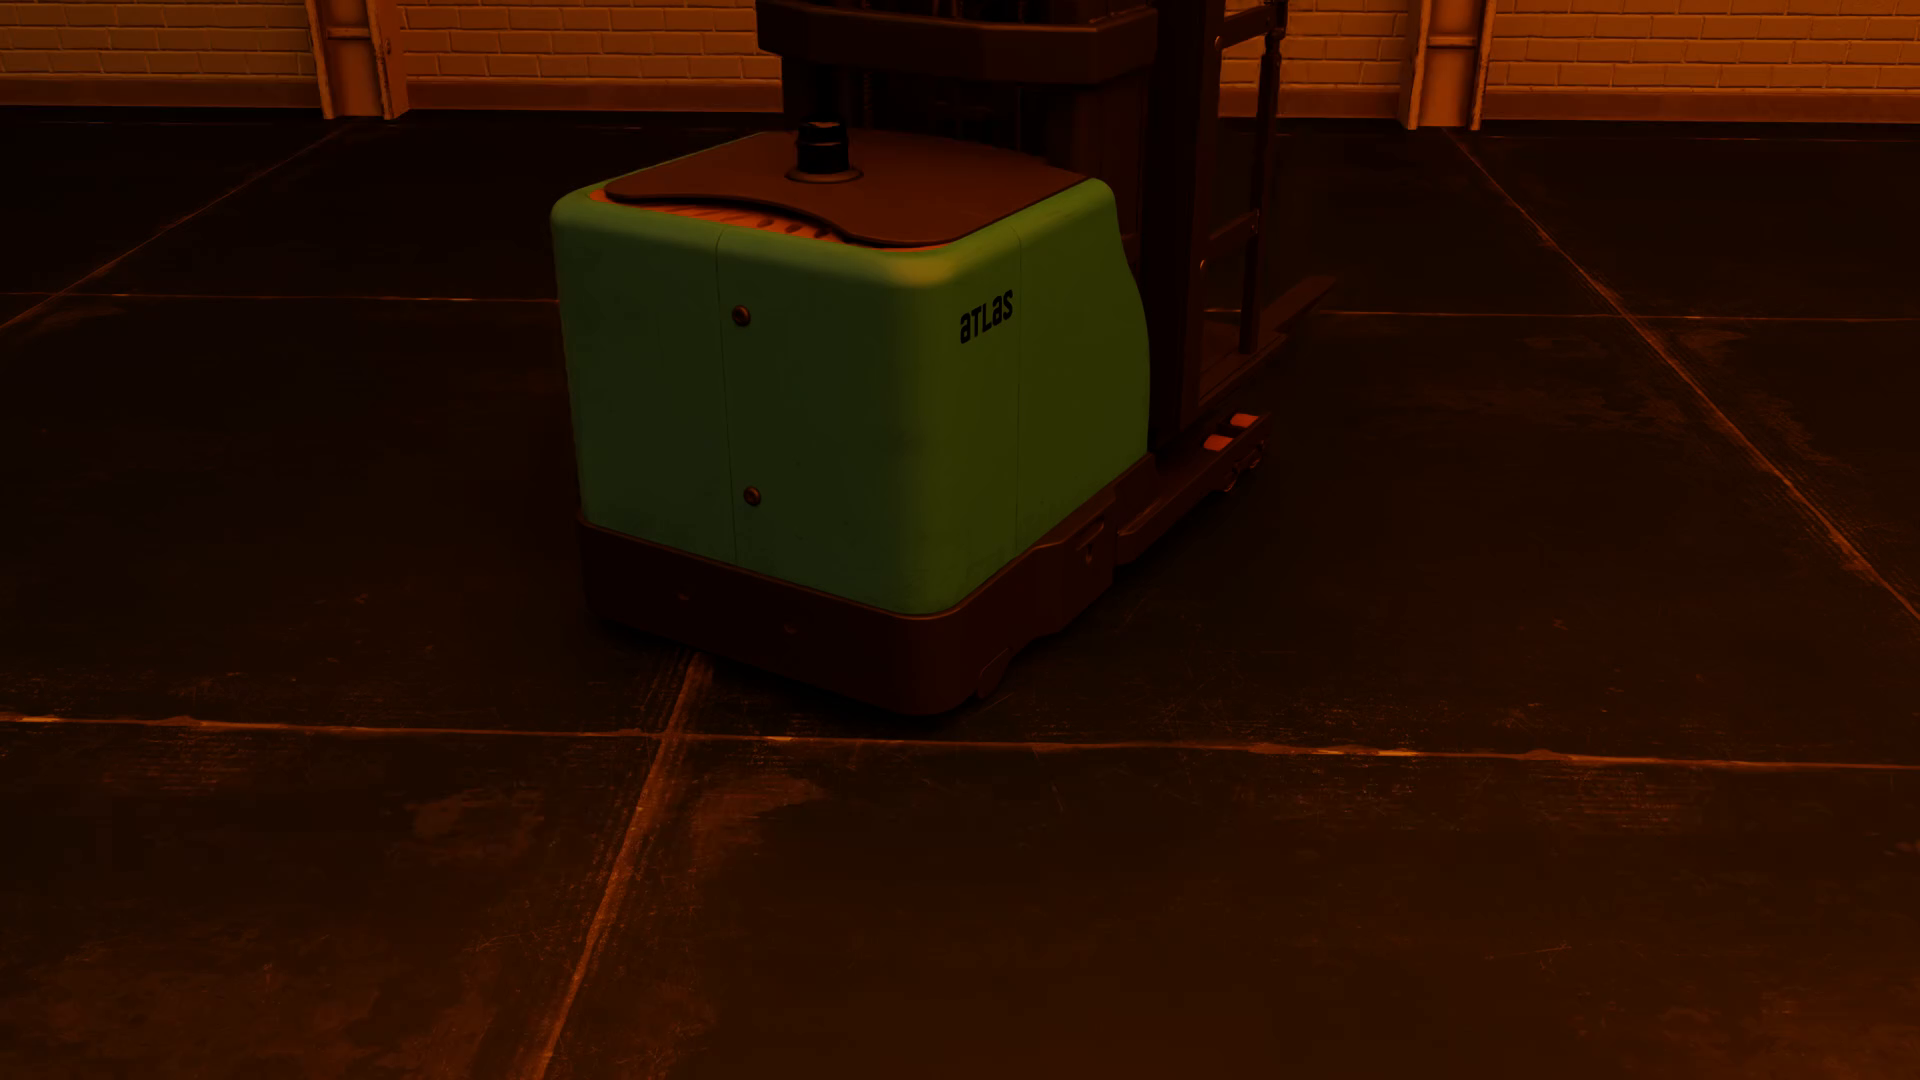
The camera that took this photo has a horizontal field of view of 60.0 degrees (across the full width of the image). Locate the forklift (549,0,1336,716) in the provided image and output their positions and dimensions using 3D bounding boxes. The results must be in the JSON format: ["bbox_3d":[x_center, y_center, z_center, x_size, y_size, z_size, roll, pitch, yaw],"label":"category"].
[{"bbox_3d":[0.273,-1.546,4.343,1.130,2.935,3.031,15,30,27],"label":"forklift"}]
